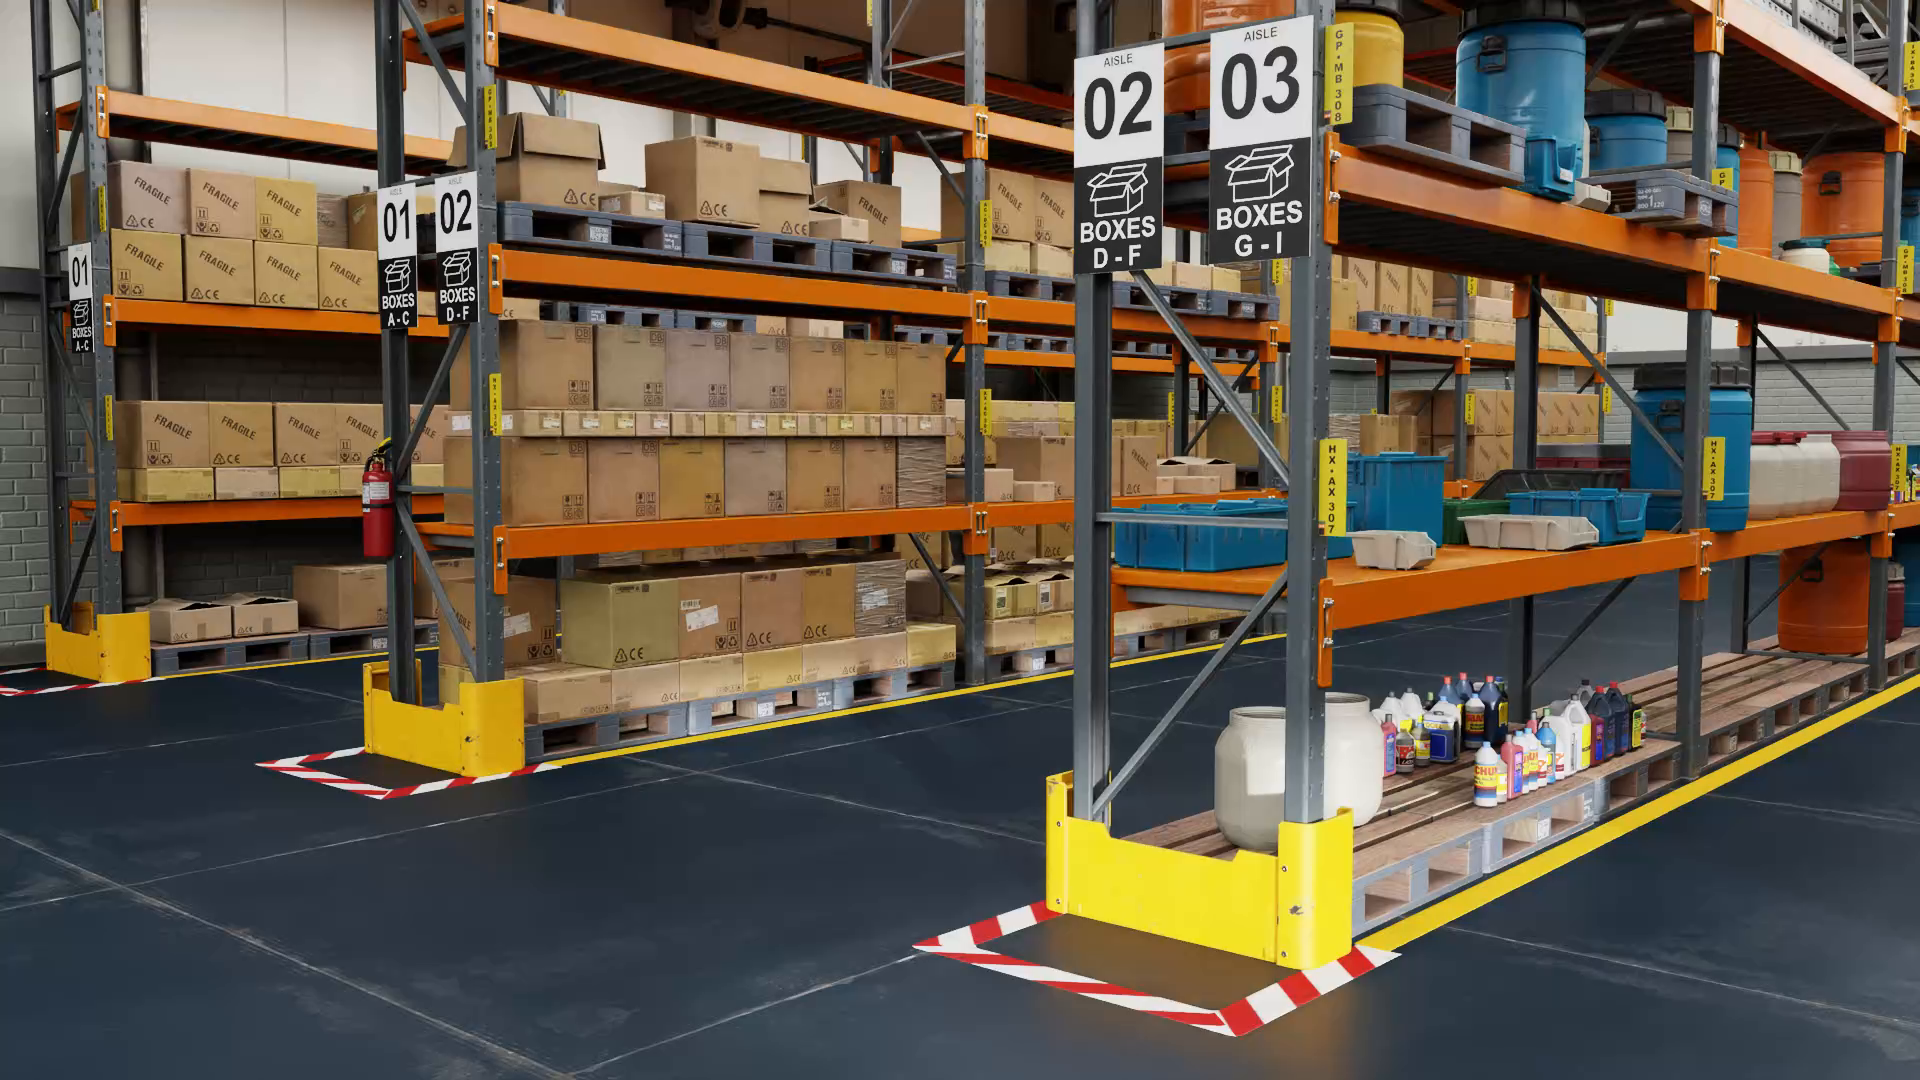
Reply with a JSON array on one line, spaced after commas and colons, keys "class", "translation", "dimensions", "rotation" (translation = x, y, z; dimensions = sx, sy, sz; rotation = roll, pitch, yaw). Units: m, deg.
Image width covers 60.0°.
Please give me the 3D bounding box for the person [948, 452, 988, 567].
[{"class": "person", "translation": [0.080, -0.105, 17.162], "dimensions": [0.505, 1.655, 0.347], "rotation": [3, 5, 41]}]
